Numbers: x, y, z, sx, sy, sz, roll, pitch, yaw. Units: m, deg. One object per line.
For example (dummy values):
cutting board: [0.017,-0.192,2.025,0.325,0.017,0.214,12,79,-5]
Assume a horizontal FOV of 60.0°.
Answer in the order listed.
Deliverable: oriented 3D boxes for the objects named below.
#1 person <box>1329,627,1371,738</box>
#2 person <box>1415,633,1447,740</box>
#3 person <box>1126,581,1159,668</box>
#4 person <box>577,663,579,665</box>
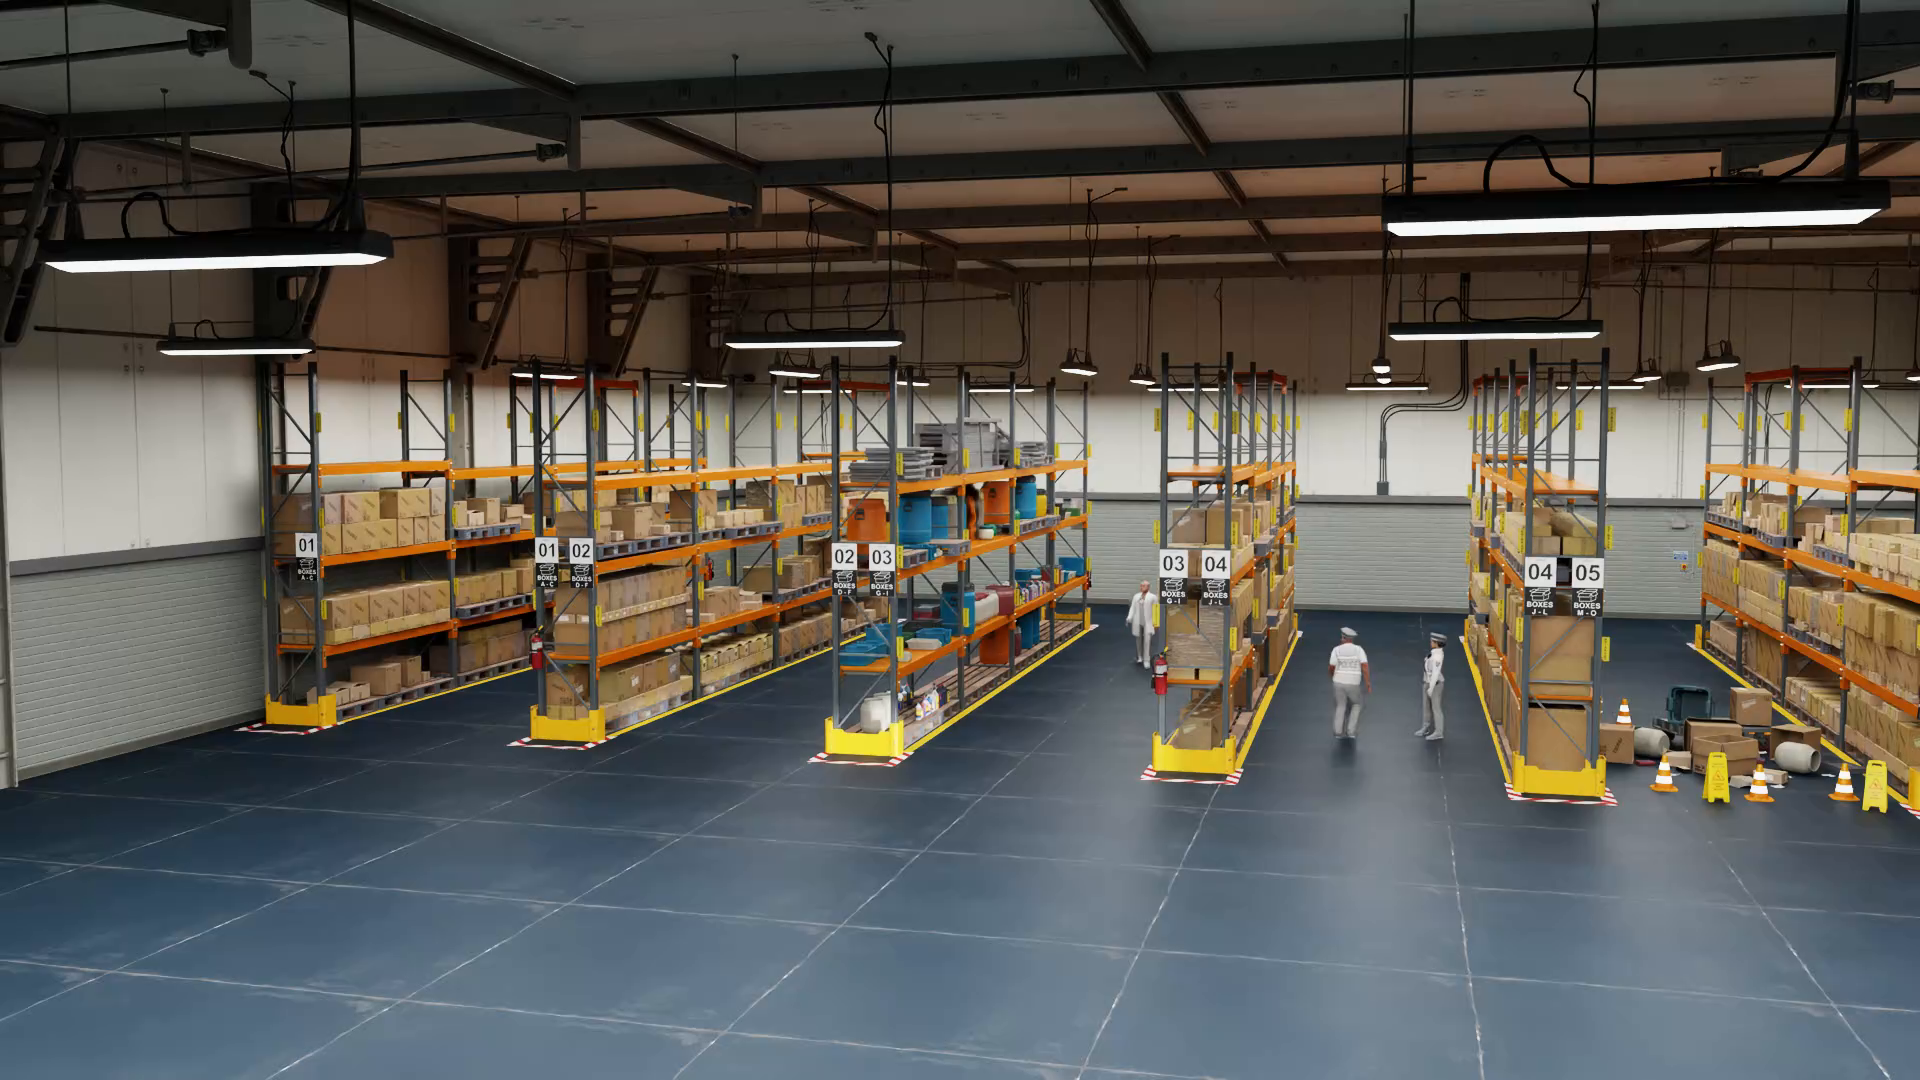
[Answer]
person: [6.163,2.329,26.426,0.695,1.852,0.559,3,5,40]
person: [7.497,2.306,26.428,0.429,1.674,0.535,0,4,-4]
person: [3.760,1.712,34.181,0.667,1.725,1.048,1,4,12]
person: [-7.333,1.814,32.648,0.479,1.775,0.588,-3,5,-39]
